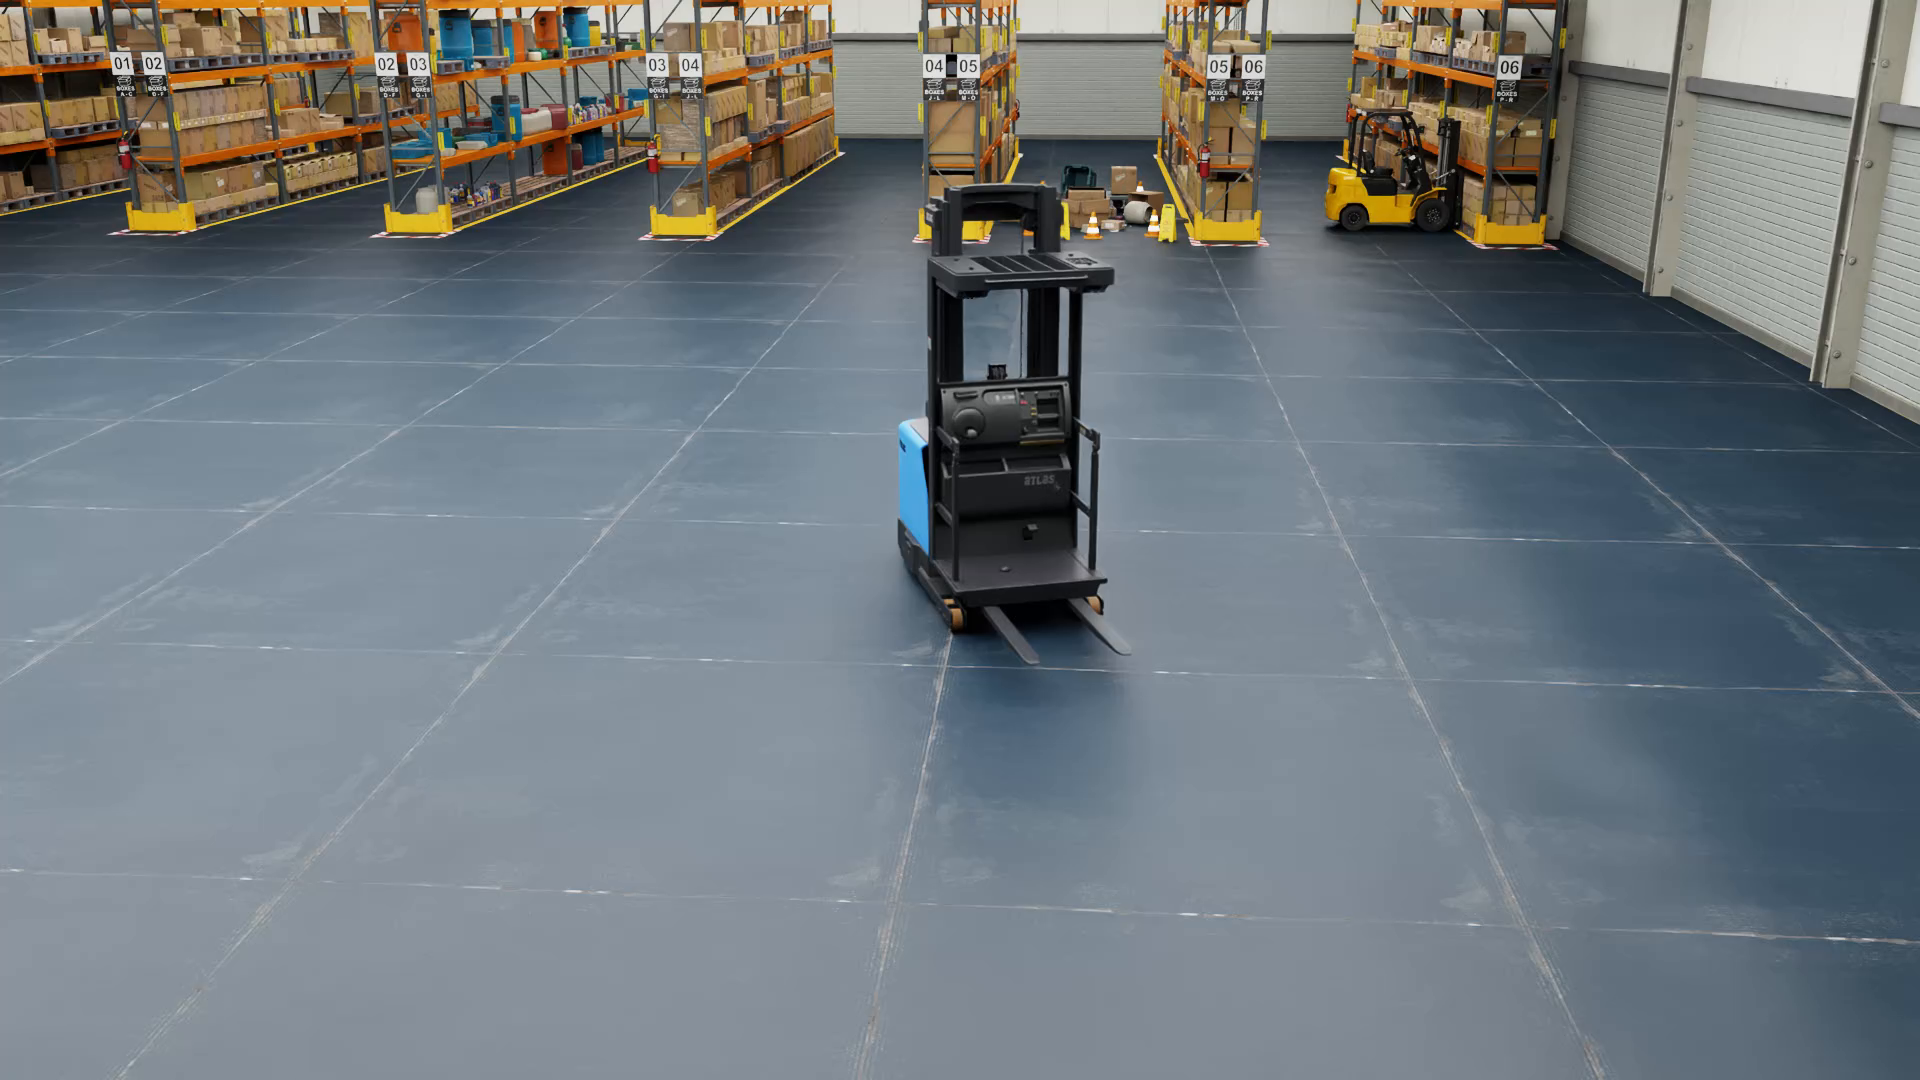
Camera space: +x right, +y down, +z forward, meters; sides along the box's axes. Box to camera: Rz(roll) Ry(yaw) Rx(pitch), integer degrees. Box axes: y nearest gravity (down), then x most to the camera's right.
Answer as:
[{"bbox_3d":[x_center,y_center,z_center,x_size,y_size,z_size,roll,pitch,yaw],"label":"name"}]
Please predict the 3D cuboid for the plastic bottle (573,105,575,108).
[{"bbox_3d":[-9.627,-10.684,41.398,0.061,0.283,0.133,1,18,4],"label":"plastic bottle"}]

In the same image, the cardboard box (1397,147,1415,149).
[{"bbox_3d":[10.222,-8.927,38.149,0.380,0.149,0.250,2,18,6],"label":"cardboard box"}]

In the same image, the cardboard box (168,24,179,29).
[{"bbox_3d":[-19.295,-12.189,40.119,0.700,0.500,0.500,1,18,4],"label":"cardboard box"}]

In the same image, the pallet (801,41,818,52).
[{"bbox_3d":[-4.156,-12.411,41.808,1.003,0.211,1.213,1,18,4],"label":"pallet"}]

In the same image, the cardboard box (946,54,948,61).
[{"bbox_3d":[-0.423,-8.727,29.991,0.380,0.149,0.250,2,18,5],"label":"cardboard box"}]

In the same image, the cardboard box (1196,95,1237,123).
[{"bbox_3d":[4.662,-7.811,30.198,0.700,0.500,0.500,1,18,4],"label":"cardboard box"}]

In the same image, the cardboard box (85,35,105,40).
[{"bbox_3d":[-19.615,-11.128,37.555,0.500,0.500,0.500,1,18,4],"label":"cardboard box"}]

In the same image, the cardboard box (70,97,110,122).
[{"bbox_3d":[-19.424,-9.587,36.995,0.700,0.500,0.500,1,18,4],"label":"cardboard box"}]

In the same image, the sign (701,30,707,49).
[{"bbox_3d":[-4.544,-8.876,29.473,0.100,0.325,0.005,1,18,4],"label":"sign"}]

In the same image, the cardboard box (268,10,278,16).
[{"bbox_3d":[-18.587,-13.917,44.463,0.500,0.500,0.500,2,18,6],"label":"cardboard box"}]

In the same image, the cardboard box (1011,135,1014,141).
[{"bbox_3d":[1.249,-10.672,44.123,0.380,0.149,0.250,1,18,3],"label":"cardboard box"}]

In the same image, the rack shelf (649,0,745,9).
[{"bbox_3d":[-4.942,-10.176,31.187,1.077,0.370,4.000,1,18,4],"label":"rack shelf"}]

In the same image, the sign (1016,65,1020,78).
[{"bbox_3d":[1.554,-12.556,44.558,0.100,0.325,0.005,1,18,4],"label":"sign"}]

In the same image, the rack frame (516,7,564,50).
[{"bbox_3d":[-9.452,-12.493,37.099,1.000,3.000,0.127,1,18,4],"label":"rack frame"}]

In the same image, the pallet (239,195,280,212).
[{"bbox_3d":[-14.778,-6.941,34.266,1.003,0.211,1.213,1,18,4],"label":"pallet"}]

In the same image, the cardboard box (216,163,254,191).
[{"bbox_3d":[-14.574,-7.302,33.427,0.500,0.500,0.500,1,18,4],"label":"cardboard box"}]

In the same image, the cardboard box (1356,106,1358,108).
[{"bbox_3d":[10.628,-11.390,43.771,0.380,0.149,0.250,2,18,5],"label":"cardboard box"}]

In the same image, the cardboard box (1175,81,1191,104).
[{"bbox_3d":[5.220,-10.313,38.314,0.500,0.500,0.500,1,18,4],"label":"cardboard box"}]

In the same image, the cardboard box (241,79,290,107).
[{"bbox_3d":[-18.828,-12.106,45.069,0.980,0.700,0.700,1,18,3],"label":"cardboard box"}]

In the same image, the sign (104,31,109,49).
[{"bbox_3d":[-15.506,-9.095,30.249,0.100,0.325,0.005,1,18,4],"label":"sign"}]

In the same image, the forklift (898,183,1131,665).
[{"bbox_3d":[0.379,-0.891,11.435,1.130,2.935,3.031,-5,19,-14],"label":"forklift"}]

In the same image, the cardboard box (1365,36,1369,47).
[{"bbox_3d":[10.514,-12.571,41.917,0.500,0.250,0.500,1,18,3],"label":"cardboard box"}]

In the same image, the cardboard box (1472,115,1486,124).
[{"bbox_3d":[9.544,-7.648,30.265,0.380,0.149,0.250,2,18,5],"label":"cardboard box"}]

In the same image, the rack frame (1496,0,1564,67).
[{"bbox_3d":[9.750,-9.567,28.169,1.000,3.000,0.127,1,18,4],"label":"rack frame"}]

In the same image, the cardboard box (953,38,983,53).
[{"bbox_3d":[0.145,-8.792,29.548,0.500,0.250,0.500,1,18,4],"label":"cardboard box"}]

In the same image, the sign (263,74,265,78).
[{"bbox_3d":[-19.313,-12.811,46.187,0.100,0.325,0.005,1,18,4],"label":"sign"}]

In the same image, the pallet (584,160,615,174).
[{"bbox_3d":[-9.262,-9.321,41.530,1.003,0.211,1.213,1,18,4],"label":"pallet"}]

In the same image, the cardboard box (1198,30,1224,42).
[{"bbox_3d":[5.000,-10.042,33.200,0.500,0.250,0.500,2,18,5],"label":"cardboard box"}]

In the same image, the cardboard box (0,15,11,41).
[{"bbox_3d":[-19.415,-10.246,33.259,0.500,0.500,0.500,2,18,7],"label":"cardboard box"}]

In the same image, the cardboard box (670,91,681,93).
[{"bbox_3d":[-5.224,-8.198,31.381,0.500,0.500,0.500,1,18,4],"label":"cardboard box"}]

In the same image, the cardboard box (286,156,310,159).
[{"bbox_3d":[-14.791,-8.436,37.191,0.500,0.311,0.500,1,18,2],"label":"cardboard box"}]

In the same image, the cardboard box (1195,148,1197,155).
[{"bbox_3d":[4.652,-7.382,31.539,0.380,0.149,0.250,1,18,4],"label":"cardboard box"}]

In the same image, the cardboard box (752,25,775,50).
[{"bbox_3d":[-4.322,-10.929,36.179,0.500,0.500,0.500,1,18,4],"label":"cardboard box"}]

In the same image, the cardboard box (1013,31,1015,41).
[{"bbox_3d":[1.148,-12.999,42.899,0.500,0.250,0.500,2,18,5],"label":"cardboard box"}]

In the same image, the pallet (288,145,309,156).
[{"bbox_3d":[-18.739,-10.773,45.962,1.003,0.211,1.213,1,18,4],"label":"pallet"}]

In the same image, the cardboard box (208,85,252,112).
[{"bbox_3d":[-14.740,-8.881,33.465,0.700,0.500,0.500,1,18,4],"label":"cardboard box"}]

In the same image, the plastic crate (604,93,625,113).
[{"bbox_3d":[-8.851,-11.215,42.634,0.402,0.464,0.583,1,18,4],"label":"plastic crate"}]

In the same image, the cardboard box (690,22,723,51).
[{"bbox_3d":[-4.710,-9.354,30.895,0.500,0.500,0.500,1,18,4],"label":"cardboard box"}]

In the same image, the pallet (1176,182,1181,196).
[{"bbox_3d":[5.315,-7.743,36.714,1.003,0.211,1.213,1,18,4],"label":"pallet"}]

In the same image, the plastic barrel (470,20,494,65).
[{"bbox_3d":[-9.919,-10.227,34.193,0.600,0.901,0.708,1,18,4],"label":"plastic barrel"}]

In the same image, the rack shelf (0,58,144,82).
[{"bbox_3d":[-19.477,-10.326,36.457,1.077,0.370,4.000,1,18,4],"label":"rack shelf"}]

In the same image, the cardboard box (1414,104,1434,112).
[{"bbox_3d":[9.997,-9.301,35.789,0.380,0.149,0.250,2,18,5],"label":"cardboard box"}]

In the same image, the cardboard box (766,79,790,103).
[{"bbox_3d":[-4.394,-10.485,38.833,0.797,0.503,0.637,2,18,5],"label":"cardboard box"}]

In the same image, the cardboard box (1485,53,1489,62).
[{"bbox_3d":[9.507,-8.534,29.400,0.380,0.149,0.250,1,18,2],"label":"cardboard box"}]

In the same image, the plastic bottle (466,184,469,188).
[{"bbox_3d":[-10.089,-7.126,34.009,0.061,0.283,0.133,1,18,4],"label":"plastic bottle"}]

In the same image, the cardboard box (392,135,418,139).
[{"bbox_3d":[-14.348,-10.201,43.045,0.500,0.500,0.500,1,18,4],"label":"cardboard box"}]

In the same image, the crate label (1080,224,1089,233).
[{"bbox_3d":[2.406,-5.793,30.882,0.250,0.136,0.298,-9,20,-25],"label":"crate label"}]

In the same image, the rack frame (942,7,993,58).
[{"bbox_3d":[0.141,-10.998,32.536,1.000,3.000,0.127,1,18,4],"label":"rack frame"}]

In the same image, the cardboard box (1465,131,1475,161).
[{"bbox_3d":[9.607,-7.243,30.549,0.500,0.500,0.500,1,18,3],"label":"cardboard box"}]

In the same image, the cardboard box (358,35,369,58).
[{"bbox_3d":[-14.358,-11.522,38.791,0.910,0.500,0.500,1,18,4],"label":"cardboard box"}]

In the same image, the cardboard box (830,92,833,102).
[{"bbox_3d":[-3.708,-11.930,44.778,0.500,0.250,0.500,1,18,3],"label":"cardboard box"}]

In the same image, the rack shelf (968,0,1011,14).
[{"bbox_3d":[0.572,-12.330,38.398,1.077,0.370,4.000,1,18,4],"label":"rack shelf"}]
